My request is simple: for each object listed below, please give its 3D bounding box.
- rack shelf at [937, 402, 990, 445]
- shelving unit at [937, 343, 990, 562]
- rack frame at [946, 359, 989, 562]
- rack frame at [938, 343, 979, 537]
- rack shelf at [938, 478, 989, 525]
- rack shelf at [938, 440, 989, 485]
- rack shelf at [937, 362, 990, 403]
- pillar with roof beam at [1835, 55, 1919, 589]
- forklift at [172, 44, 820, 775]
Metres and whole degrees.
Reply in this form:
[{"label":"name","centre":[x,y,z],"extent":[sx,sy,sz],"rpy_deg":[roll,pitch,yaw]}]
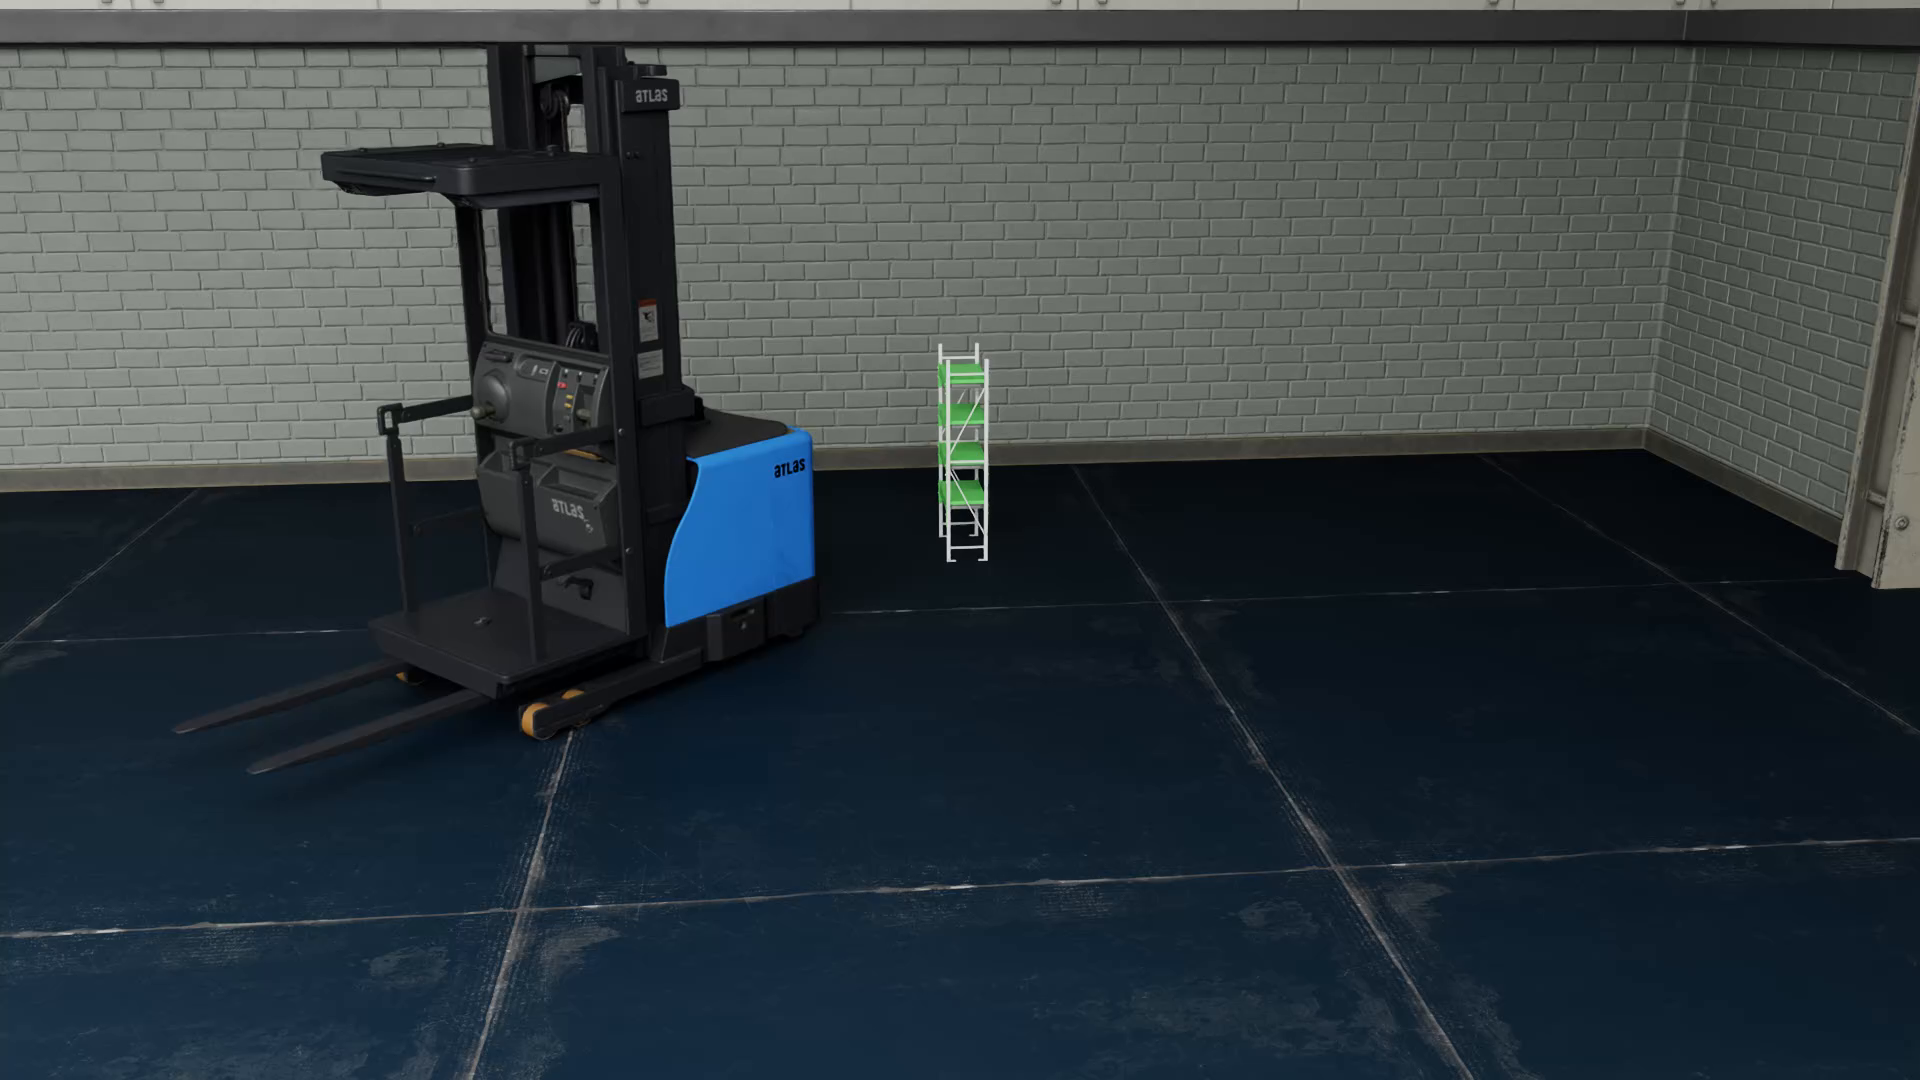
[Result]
[{"label":"rack shelf","centre":[0.017,-0.691,9.788],"extent":[0.258,0.148,0.480],"rpy_deg":[-2,18,-6]},{"label":"shelving unit","centre":[0.017,-0.523,9.840],"extent":[0.258,1.200,0.503],"rpy_deg":[-2,18,-6]},{"label":"rack frame","centre":[0.042,-0.450,9.609],"extent":[0.240,1.200,0.015],"rpy_deg":[-2,18,-6]},{"label":"rack frame","centre":[-0.008,-0.596,10.072],"extent":[0.240,1.200,0.015],"rpy_deg":[-2,18,-6]},{"label":"rack shelf","centre":[0.017,-0.233,9.931],"extent":[0.258,0.148,0.480],"rpy_deg":[-2,18,-6]},{"label":"rack shelf","centre":[0.017,-0.462,9.859],"extent":[0.258,0.148,0.480],"rpy_deg":[-2,18,-6]},{"label":"rack shelf","centre":[0.017,-0.920,9.716],"extent":[0.258,0.148,0.480],"rpy_deg":[-2,18,-6]},{"label":"pillar with roof beam","centre":[0.979,-3.950,7.736],"extent":[9.100,9.000,0.400],"rpy_deg":[-2,18,-6]},{"label":"forklift","centre":[-2.056,-0.682,7.455],"extent":[1.130,2.935,3.031],"rpy_deg":[14,22,38]}]
